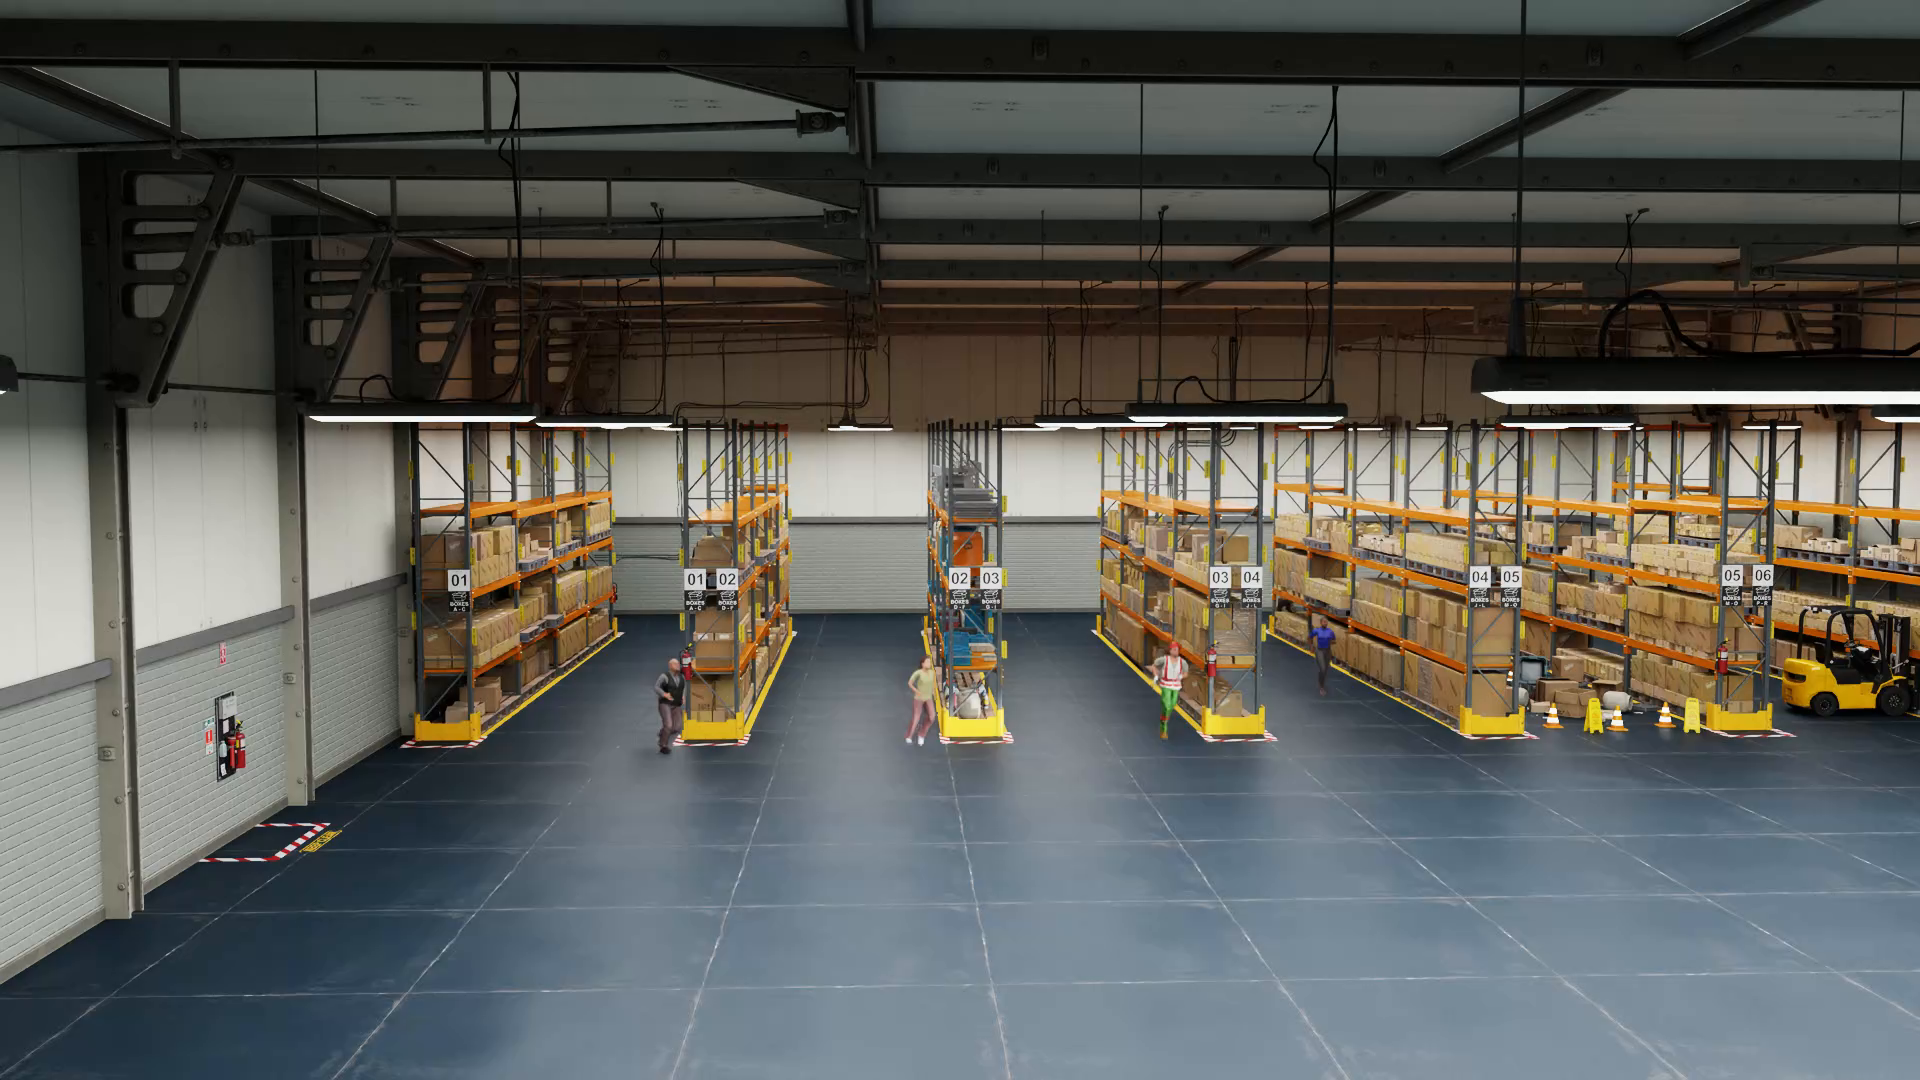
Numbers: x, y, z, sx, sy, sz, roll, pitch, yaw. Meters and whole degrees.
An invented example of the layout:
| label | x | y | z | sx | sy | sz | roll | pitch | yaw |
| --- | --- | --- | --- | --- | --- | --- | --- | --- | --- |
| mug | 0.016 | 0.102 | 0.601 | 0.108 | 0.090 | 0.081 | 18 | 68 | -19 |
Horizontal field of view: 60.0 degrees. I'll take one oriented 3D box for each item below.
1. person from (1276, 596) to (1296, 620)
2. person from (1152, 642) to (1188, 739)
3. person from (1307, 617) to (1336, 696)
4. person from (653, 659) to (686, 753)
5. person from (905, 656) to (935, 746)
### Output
| label | x | y | z | sx | sy | sz | roll | pitch | yaw |
| --- | --- | --- | --- | --- | --- | --- | --- | --- | --- |
| person | 9.550 | 1.680 | 49.152 | 1.035 | 1.720 | 0.759 | 3 | 5 | 36 |
| person | 3.984 | 2.838 | 31.517 | 0.670 | 1.830 | 0.784 | -1 | 4 | -12 |
| person | 7.999 | 2.548 | 36.675 | 0.549 | 1.718 | 0.778 | -1 | 4 | -13 |
| person | -5.198 | 2.978 | 29.979 | 0.687 | 1.668 | 0.631 | -3 | 5 | -39 |
| person | -0.661 | 2.947 | 30.592 | 0.637 | 1.641 | 0.642 | -2 | 4 | -28 |
